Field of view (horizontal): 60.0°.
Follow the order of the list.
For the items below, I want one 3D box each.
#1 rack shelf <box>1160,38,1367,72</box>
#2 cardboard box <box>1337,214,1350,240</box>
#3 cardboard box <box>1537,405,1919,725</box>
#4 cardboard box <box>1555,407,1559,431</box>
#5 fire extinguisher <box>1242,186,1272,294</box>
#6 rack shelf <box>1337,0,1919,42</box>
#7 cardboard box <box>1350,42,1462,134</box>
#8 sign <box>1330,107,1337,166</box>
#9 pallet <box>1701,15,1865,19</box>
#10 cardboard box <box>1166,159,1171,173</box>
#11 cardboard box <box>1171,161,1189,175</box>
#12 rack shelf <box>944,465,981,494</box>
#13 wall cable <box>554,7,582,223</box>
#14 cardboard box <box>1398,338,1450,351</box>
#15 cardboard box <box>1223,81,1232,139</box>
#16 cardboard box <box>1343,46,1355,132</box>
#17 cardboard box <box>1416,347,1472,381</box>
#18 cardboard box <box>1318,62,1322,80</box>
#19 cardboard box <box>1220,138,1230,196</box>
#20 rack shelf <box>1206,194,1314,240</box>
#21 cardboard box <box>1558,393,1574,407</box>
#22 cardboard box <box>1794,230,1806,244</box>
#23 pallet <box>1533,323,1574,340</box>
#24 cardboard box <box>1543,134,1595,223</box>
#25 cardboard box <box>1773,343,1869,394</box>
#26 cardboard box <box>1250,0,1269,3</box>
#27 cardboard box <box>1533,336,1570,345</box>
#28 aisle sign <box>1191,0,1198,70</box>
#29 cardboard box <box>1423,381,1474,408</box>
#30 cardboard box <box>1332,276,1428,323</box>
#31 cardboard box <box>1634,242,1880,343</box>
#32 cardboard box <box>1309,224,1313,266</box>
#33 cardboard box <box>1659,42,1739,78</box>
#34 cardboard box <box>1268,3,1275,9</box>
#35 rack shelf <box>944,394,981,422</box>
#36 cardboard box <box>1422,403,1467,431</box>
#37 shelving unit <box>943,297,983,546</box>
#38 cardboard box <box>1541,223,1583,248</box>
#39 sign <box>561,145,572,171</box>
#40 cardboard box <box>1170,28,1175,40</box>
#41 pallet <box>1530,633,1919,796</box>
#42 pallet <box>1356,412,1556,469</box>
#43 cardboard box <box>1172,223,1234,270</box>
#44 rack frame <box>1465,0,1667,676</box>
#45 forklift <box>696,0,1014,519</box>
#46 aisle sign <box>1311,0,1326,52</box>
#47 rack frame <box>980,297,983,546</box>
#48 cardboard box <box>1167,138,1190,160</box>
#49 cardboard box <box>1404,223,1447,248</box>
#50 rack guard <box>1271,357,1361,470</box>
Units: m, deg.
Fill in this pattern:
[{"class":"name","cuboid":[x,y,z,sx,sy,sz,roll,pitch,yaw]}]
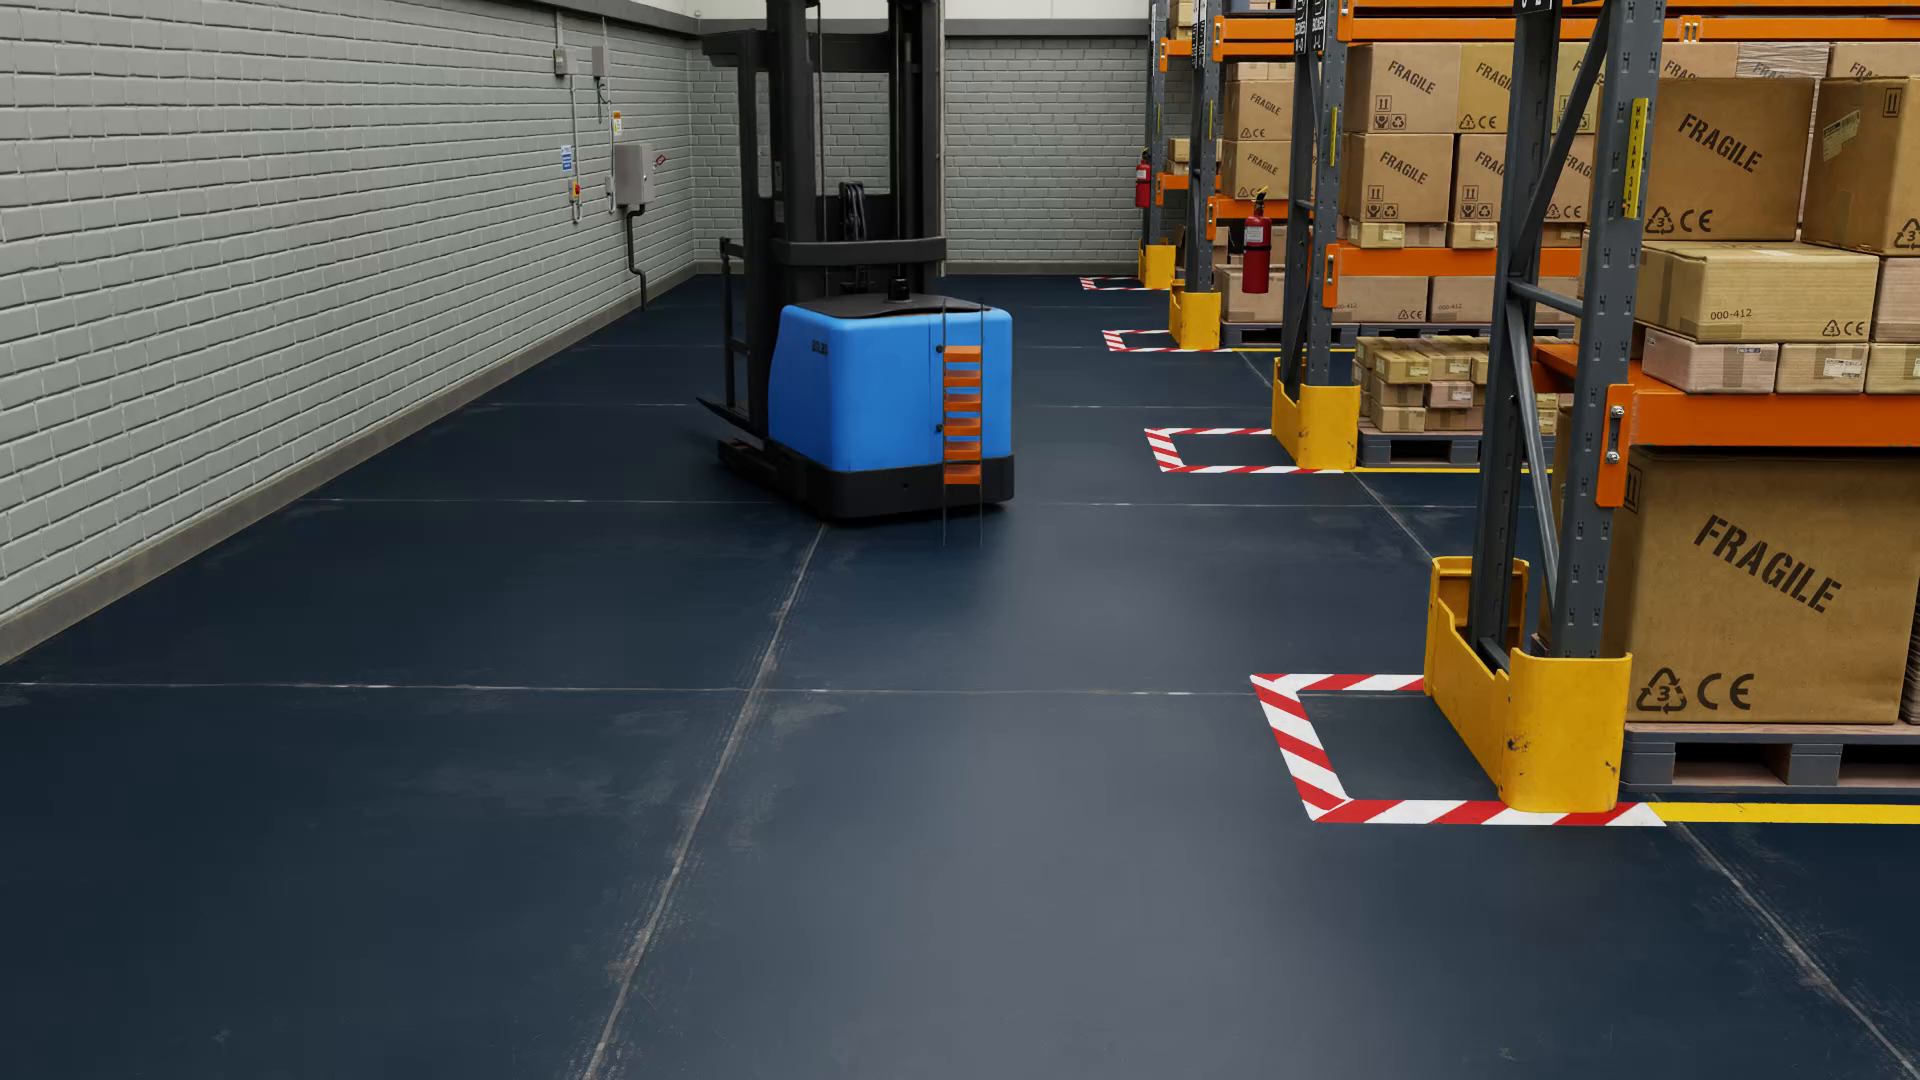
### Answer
[{"class":"rack shelf","cuboid":[4.288,-5.638,19.359,4.000,0.370,1.077,0,15,1]},{"class":"cardboard box","cuboid":[2.474,-1.968,10.411,0.250,0.149,0.380,0,15,1]},{"class":"cardboard box","cuboid":[2.555,0.053,5.601,0.875,0.875,0.875,0,15,1]},{"class":"cardboard box","cuboid":[3.678,-0.771,10.148,0.250,0.149,0.380,0,15,2]},{"class":"fire extinguisher","cuboid":[1.901,-1.921,10.624,0.183,0.674,0.296,0,15,1]},{"class":"rack shelf","cuboid":[4.140,-3.109,9.773,4.000,0.370,1.077,0,15,1]},{"class":"cardboard box","cuboid":[2.583,-2.624,9.668,0.500,0.500,0.500,0,15,1]},{"class":"sign","cuboid":[2.127,-2.300,9.479,0.005,0.325,0.100,0,15,1]},{"class":"pallet","cuboid":[7.082,-4.621,14.469,1.217,0.209,0.805,0,15,-1]},{"class":"cardboard box","cuboid":[2.627,-4.493,19.982,0.250,0.149,0.380,0,15,1]},{"class":"cardboard box","cuboid":[2.611,-4.355,19.458,0.250,0.149,0.380,0,15,1]},{"class":"rack shelf","cuboid":[0.014,-0.305,8.259,0.180,0.103,0.258,0,15,1]},{"class":"wall cable","cuboid":[-3.472,-3.819,14.884,0.123,1.953,0.585,0,15,1]},{"class":"cardboard box","cuboid":[2.926,-1.176,10.518,0.250,0.149,0.380,1,15,3]},{"class":"cardboard box","cuboid":[2.654,-3.872,14.979,0.500,0.500,0.500,1,15,3]},{"class":"cardboard box","cuboid":[2.604,-2.755,10.165,0.500,0.500,0.500,0,15,0]},{"class":"cardboard box","cuboid":[2.934,-1.070,10.116,0.250,0.149,0.380,1,15,2]},{"class":"cardboard box","cuboid":[3.034,-4.040,14.347,0.250,0.149,0.380,1,15,3]},{"class":"cardboard box","cuboid":[2.655,-3.395,15.132,0.500,0.500,0.500,0,15,2]},{"class":"rack shelf","cuboid":[4.165,-2.921,14.943,4.000,0.370,1.077,0,15,1]},{"class":"cardboard box","cuboid":[3.698,-0.917,10.117,0.250,0.149,0.380,0,15,-1]},{"class":"cardboard box","cuboid":[2.911,-0.887,5.535,0.500,0.250,0.500,0,15,0]},{"class":"pallet","cuboid":[5.406,-1.933,15.252,1.213,0.211,1.003,0,15,1]},{"class":"cardboard box","cuboid":[3.607,-2.135,9.772,0.500,0.500,0.500,1,15,2]},{"class":"cardboard box","cuboid":[2.516,-0.546,5.021,0.250,0.149,0.380,0,15,1]},{"class":"cardboard box","cuboid":[3.234,-6.237,18.949,0.500,0.250,0.500,0,15,1]},{"class":"cardboard box","cuboid":[3.715,-1.202,10.614,0.250,0.149,0.380,1,15,4]},{"class":"aisle sign","cuboid":[2.102,-4.619,14.871,0.004,0.787,0.394,0,15,1]},{"class":"cardboard box","cuboid":[2.930,-0.903,10.064,0.250,0.149,0.380,0,15,1]},{"class":"cardboard box","cuboid":[3.743,-2.264,15.240,0.875,0.438,0.875,1,15,3]},{"class":"cardboard box","cuboid":[2.386,-0.754,5.030,0.500,0.250,0.500,0,15,0]},{"class":"cardboard box","cuboid":[4.277,-3.470,19.689,0.500,0.500,0.500,1,15,2]},{"class":"cardboard box","cuboid":[4.116,-2.611,9.618,0.500,0.500,0.500,0,15,0]},{"class":"cardboard box","cuboid":[3.745,-5.993,19.005,0.500,0.250,0.500,0,15,0]},{"class":"rack shelf","cuboid":[0.014,-0.653,8.167,0.180,0.103,0.258,0,15,1]},{"class":"cardboard box","cuboid":[2.920,-0.778,10.174,0.250,0.149,0.380,0,15,1]},{"class":"shelving unit","cuboid":[0.014,-0.580,8.187,0.189,1.200,0.258,0,15,1]},{"class":"cardboard box","cuboid":[3.512,-1.831,9.892,0.250,0.149,0.380,0,15,1]},{"class":"sign","cuboid":[-3.534,-3.432,14.938,0.001,0.218,0.327,0,15,1]},{"class":"cardboard box","cuboid":[2.615,-5.934,19.564,0.250,0.149,0.380,1,15,3]},{"class":"pallet","cuboid":[2.714,0.579,5.734,1.213,0.211,1.003,0,15,1]},{"class":"pallet","cuboid":[3.028,-0.656,10.413,1.213,0.211,1.003,0,15,1]},{"class":"cardboard box","cuboid":[2.898,-3.516,19.857,0.637,0.503,0.797,0,15,-1]},{"class":"rack frame","cuboid":[1.913,-0.755,5.322,0.127,3.000,1.000,0,15,1]},{"class":"forklift","cuboid":[-0.806,-1.855,9.627,1.130,2.935,3.031,-7,16,-25]},{"class":"aisle sign","cuboid":[2.060,-3.200,9.494,0.004,0.787,0.394,0,15,1]},{"class":"rack frame","cuboid":[0.106,-0.579,8.184,0.006,1.200,0.240,0,15,1]},{"class":"cardboard box","cuboid":[2.756,-4.684,19.925,0.500,0.250,0.500,1,15,3]},{"class":"cardboard box","cuboid":[2.712,-1.821,9.855,0.250,0.149,0.380,1,15,3]},{"class":"rack guard","cuboid":[2.216,-0.810,10.431,0.348,0.500,1.175,0,15,1]}]
